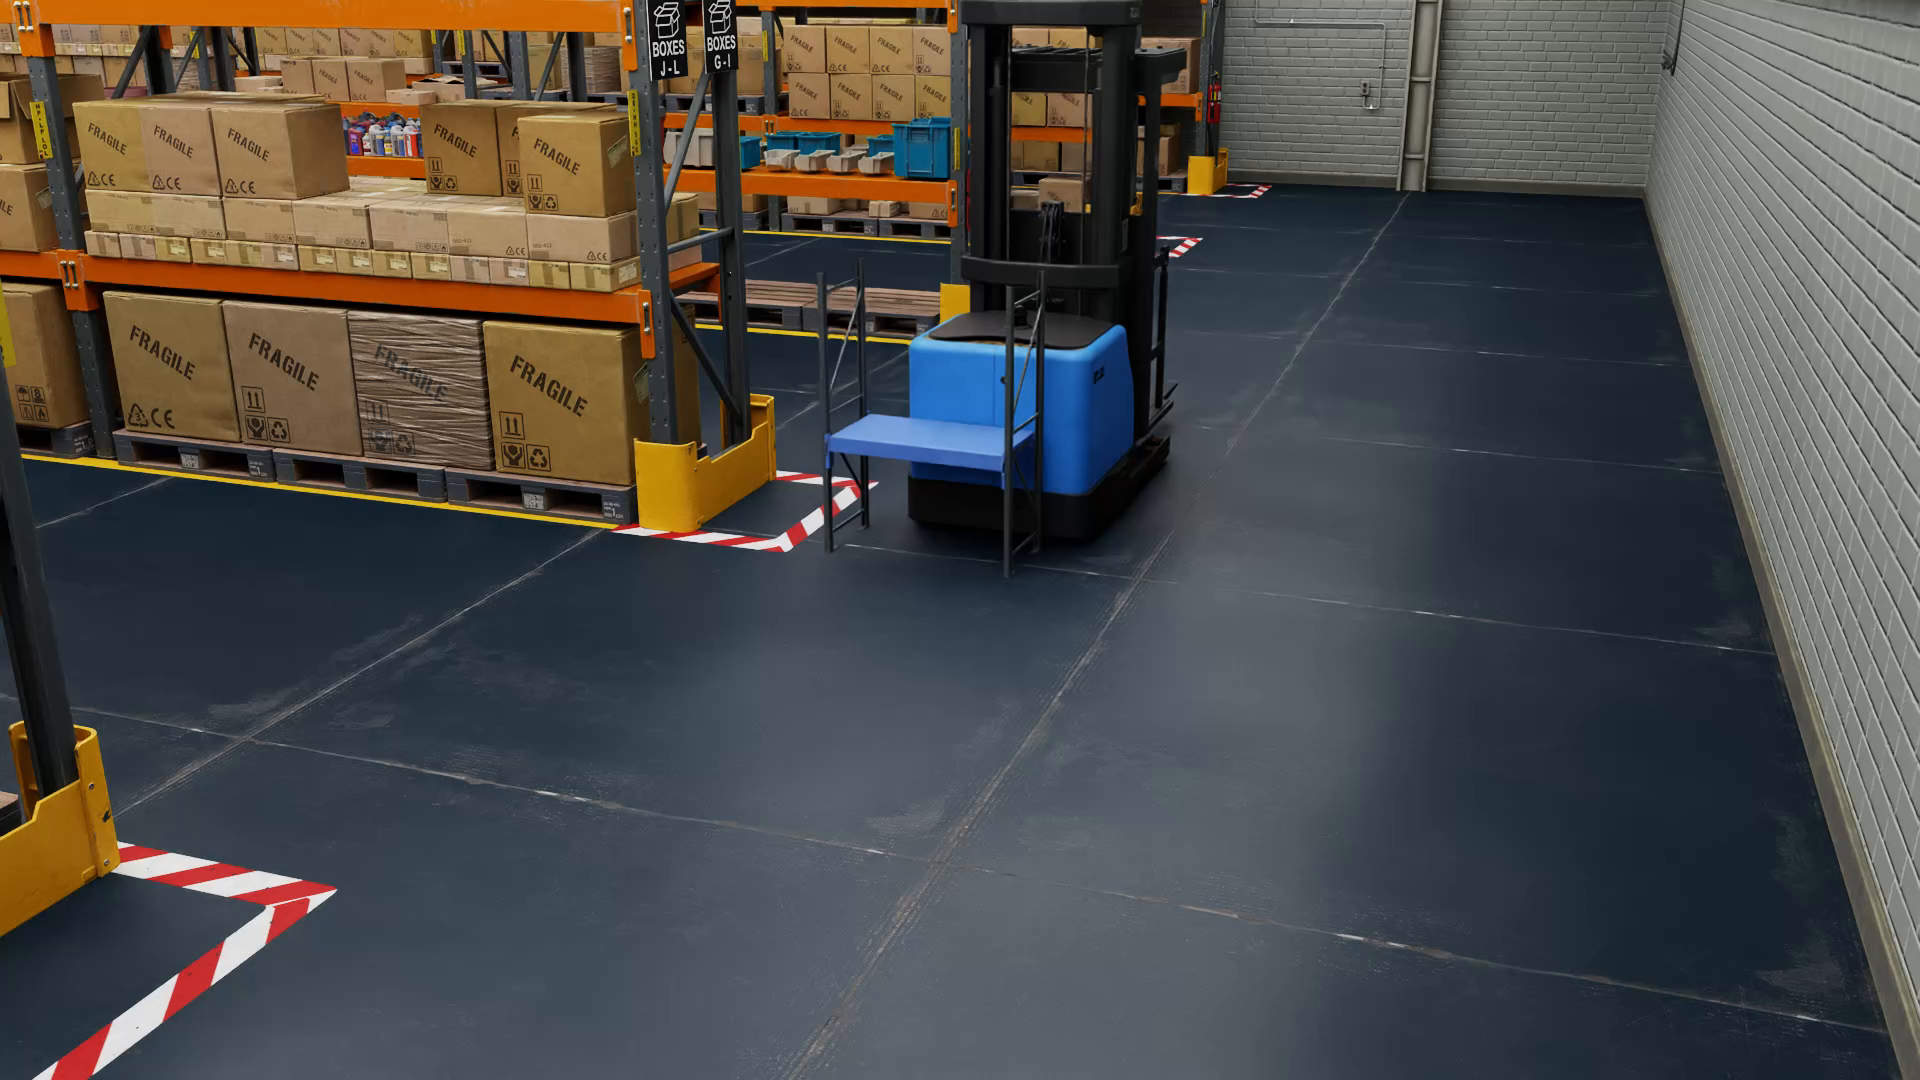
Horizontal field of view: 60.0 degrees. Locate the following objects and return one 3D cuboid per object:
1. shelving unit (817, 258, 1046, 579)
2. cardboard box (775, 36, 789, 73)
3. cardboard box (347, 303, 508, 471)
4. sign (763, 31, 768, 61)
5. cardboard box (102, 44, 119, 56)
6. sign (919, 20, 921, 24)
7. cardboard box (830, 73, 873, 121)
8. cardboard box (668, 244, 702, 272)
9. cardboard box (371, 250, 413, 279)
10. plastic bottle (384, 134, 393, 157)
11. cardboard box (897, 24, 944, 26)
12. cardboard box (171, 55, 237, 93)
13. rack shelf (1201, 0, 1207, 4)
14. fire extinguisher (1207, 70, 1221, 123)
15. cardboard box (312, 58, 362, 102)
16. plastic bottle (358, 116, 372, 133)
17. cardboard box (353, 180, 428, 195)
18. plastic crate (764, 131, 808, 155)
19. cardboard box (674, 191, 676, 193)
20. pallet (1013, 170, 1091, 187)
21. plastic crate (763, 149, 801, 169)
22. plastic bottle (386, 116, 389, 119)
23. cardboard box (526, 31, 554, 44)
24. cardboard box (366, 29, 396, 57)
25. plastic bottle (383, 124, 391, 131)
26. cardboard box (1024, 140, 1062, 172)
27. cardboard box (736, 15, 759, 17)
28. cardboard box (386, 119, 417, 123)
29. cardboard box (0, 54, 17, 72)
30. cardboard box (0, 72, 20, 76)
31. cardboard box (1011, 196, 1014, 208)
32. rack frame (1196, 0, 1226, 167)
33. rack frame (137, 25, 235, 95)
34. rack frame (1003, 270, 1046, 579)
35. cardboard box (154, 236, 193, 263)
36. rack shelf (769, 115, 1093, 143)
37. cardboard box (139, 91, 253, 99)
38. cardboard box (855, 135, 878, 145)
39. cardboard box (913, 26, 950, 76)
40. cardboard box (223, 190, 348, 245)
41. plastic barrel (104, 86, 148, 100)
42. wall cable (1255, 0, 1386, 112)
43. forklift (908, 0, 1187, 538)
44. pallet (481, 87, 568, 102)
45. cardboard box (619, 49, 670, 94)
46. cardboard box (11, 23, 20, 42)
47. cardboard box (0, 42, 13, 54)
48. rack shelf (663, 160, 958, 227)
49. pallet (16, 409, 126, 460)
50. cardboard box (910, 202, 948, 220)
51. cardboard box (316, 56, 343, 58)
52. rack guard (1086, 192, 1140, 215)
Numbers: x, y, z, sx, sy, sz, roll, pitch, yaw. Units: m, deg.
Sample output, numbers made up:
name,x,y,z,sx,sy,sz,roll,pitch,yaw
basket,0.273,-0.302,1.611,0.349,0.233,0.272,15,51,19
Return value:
name,x,y,z,sx,sy,sz,roll,pitch,yaw
shelving unit,-0.142,-0.648,8.658,1.048,1.500,0.538,8,21,21
cardboard box,-2.332,-7.033,24.063,0.500,0.500,0.500,7,20,20
cardboard box,-2.971,-0.989,9.945,0.875,0.875,0.875,7,20,18
sign,-2.183,-5.537,18.644,0.005,0.325,0.100,7,20,18
cardboard box,-11.088,-6.481,21.974,0.250,0.149,0.380,7,20,20
sign,-0.551,-7.043,23.086,0.005,0.325,0.100,7,20,18
cardboard box,-1.128,-5.016,18.757,0.500,0.500,0.500,7,20,19
cardboard box,-1.708,-1.673,9.702,0.250,0.149,0.380,7,20,19
cardboard box,-3.135,-1.606,9.509,0.250,0.149,0.380,7,20,18
plastic bottle,-5.179,-3.584,15.103,0.097,0.201,0.097,0,19,0
cardboard box,-0.481,-5.599,18.911,0.500,0.500,0.500,7,20,18
cardboard box,-9.983,-6.120,21.925,0.500,0.500,0.700,6,20,17
rack shelf,1.507,-7.564,22.755,4.000,0.370,1.077,7,20,18
fire extinguisher,3.387,-5.899,22.127,0.183,0.674,0.296,7,20,18
cardboard box,-7.871,-5.875,21.222,0.500,0.500,0.500,7,20,18
plastic bottle,-5.683,-3.901,15.887,0.133,0.283,0.061,7,20,18
cardboard box,-3.307,-2.021,10.092,0.500,0.250,0.500,6,20,17
plastic crate,-1.508,-3.444,14.563,0.300,0.233,0.416,7,20,18
cardboard box,-3.503,-4.265,19.883,0.500,0.500,0.500,7,20,19
pallet,1.466,-5.149,23.527,1.213,0.211,1.003,7,20,18
plastic crate,-1.511,-3.211,14.041,0.250,0.136,0.298,7,20,18
plastic bottle,-5.510,-3.931,15.975,0.133,0.283,0.061,7,20,18
cardboard box,-6.312,-7.633,25.597,0.500,0.500,0.700,10,21,26
cardboard box,-8.961,-7.867,26.148,0.500,0.500,0.500,6,20,18
plastic bottle,-5.256,-3.679,15.268,0.097,0.271,0.097,0,19,0
cardboard box,1.248,-5.497,23.450,0.500,0.500,0.700,7,20,19
cardboard box,-3.159,-7.661,24.725,0.500,0.250,0.500,6,20,16
cardboard box,-8.933,-6.695,26.854,0.500,0.500,0.500,5,20,14
cardboard box,-12.903,-6.452,22.877,0.500,0.500,0.700,7,20,18
cardboard box,-6.510,-2.748,10.727,0.637,0.503,0.797,7,20,19
cardboard box,0.292,-3.734,18.741,0.500,0.250,0.500,7,20,18
rack frame,3.396,-6.271,22.511,0.127,3.000,1.000,7,20,18
rack frame,-7.412,-4.055,16.153,0.127,3.000,1.000,7,20,18
rack frame,0.329,-0.586,8.478,0.032,1.500,0.500,8,21,21
cardboard box,-4.592,-1.773,9.986,0.250,0.149,0.380,7,20,20
rack shelf,-0.115,-4.607,18.829,4.000,0.370,1.077,7,20,18
cardboard box,-4.737,-2.540,10.444,0.500,0.500,0.500,7,20,20
cardboard box,-1.039,-5.917,24.120,0.750,0.750,0.750,7,20,19
cardboard box,-0.191,-5.377,18.274,0.500,0.500,0.500,7,20,20
cardboard box,-3.942,-1.911,9.778,0.500,0.250,0.500,7,20,19
plastic barrel,-7.950,-4.075,16.004,0.708,0.536,0.600,7,20,18
wall cable,4.916,-6.907,22.791,1.851,1.984,0.084,7,20,18
forklift,0.684,-1.844,9.913,1.130,2.935,3.031,7,20,18
pallet,-5.120,-5.453,20.454,1.003,0.211,1.213,7,20,18
cardboard box,-3.694,-5.580,19.737,0.500,0.500,0.700,1,19,4
cardboard box,-12.355,-7.004,22.489,0.500,0.500,0.700,6,20,17
cardboard box,-12.790,-6.676,22.533,0.250,0.149,0.380,6,20,17
rack shelf,-1.744,-3.067,14.412,4.000,0.370,1.077,7,20,18
pallet,-6.013,-0.826,11.126,1.213,0.211,1.003,7,20,18
cardboard box,-0.228,-3.991,19.091,0.637,0.503,0.797,7,20,18
cardboard box,-9.910,-7.623,26.586,0.500,0.250,0.500,7,20,19
rack guard,1.702,-3.559,18.526,0.348,0.500,1.175,7,20,18
